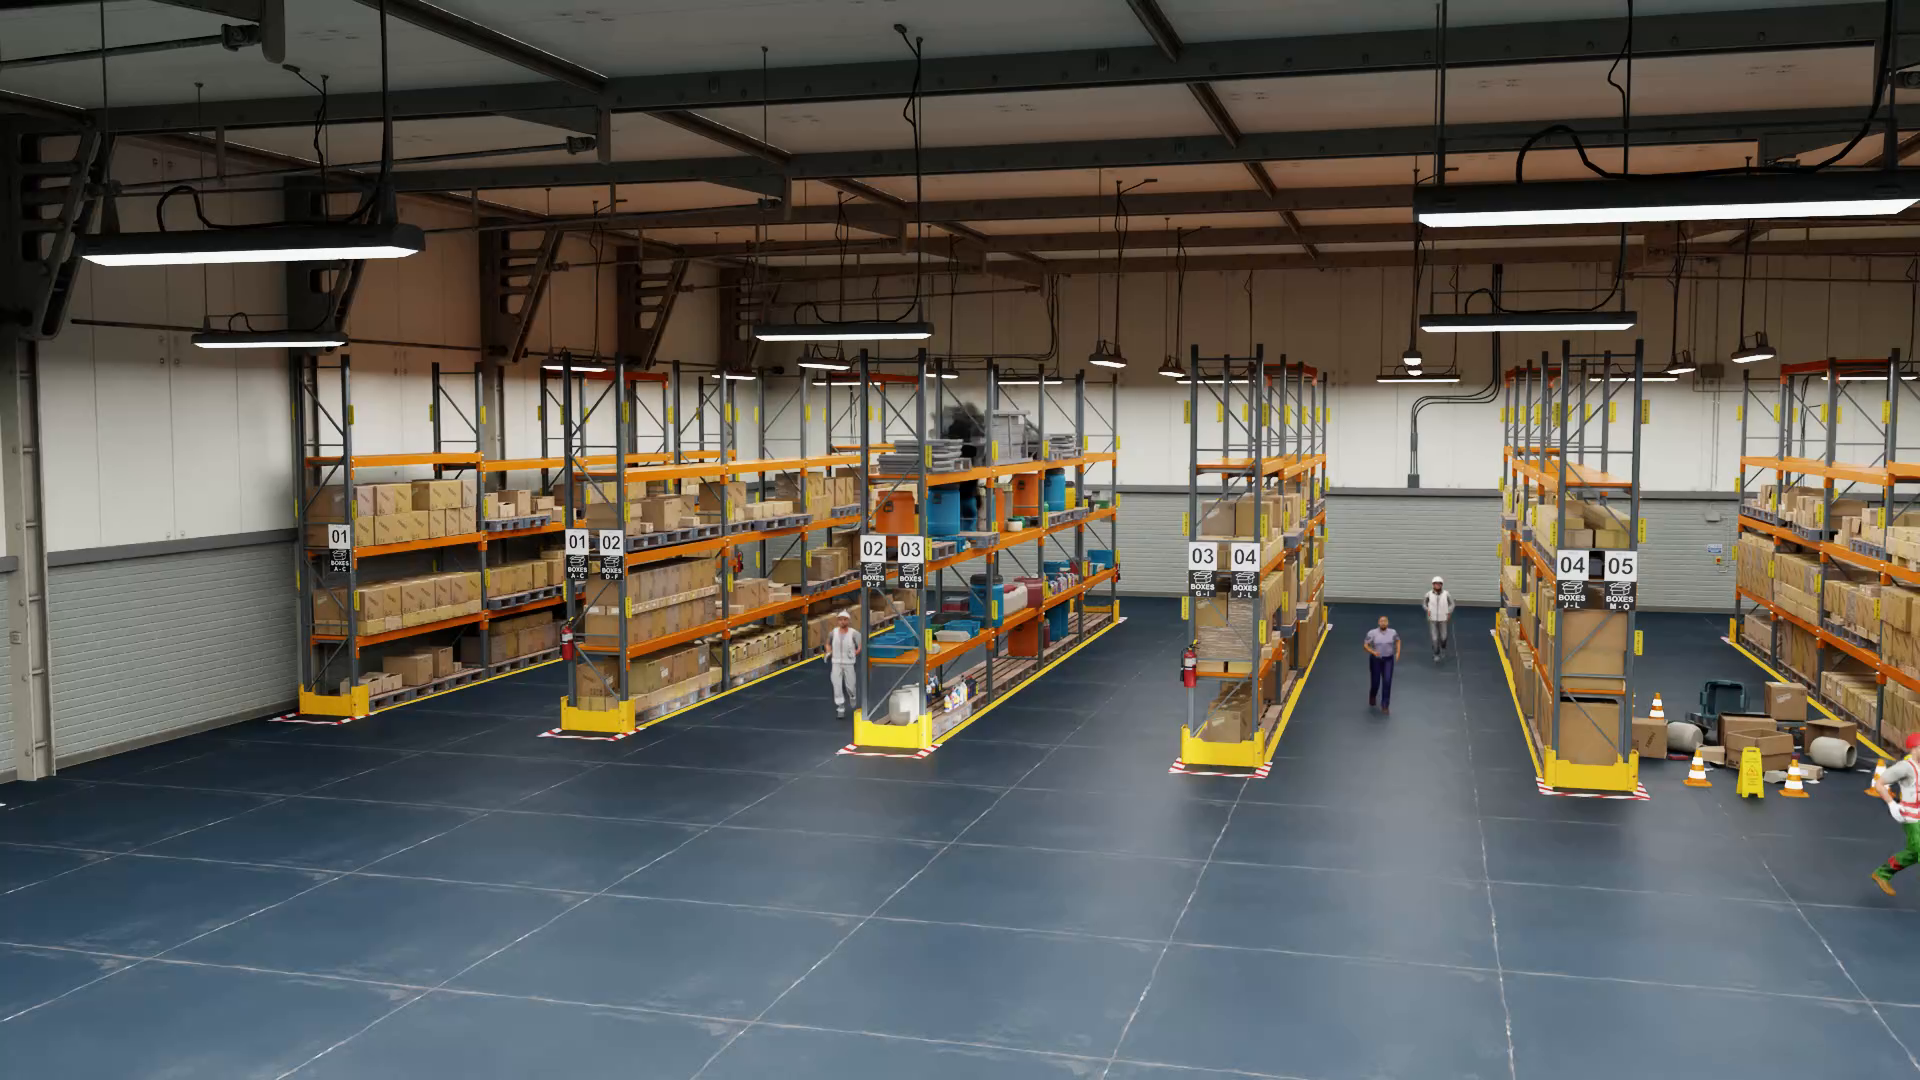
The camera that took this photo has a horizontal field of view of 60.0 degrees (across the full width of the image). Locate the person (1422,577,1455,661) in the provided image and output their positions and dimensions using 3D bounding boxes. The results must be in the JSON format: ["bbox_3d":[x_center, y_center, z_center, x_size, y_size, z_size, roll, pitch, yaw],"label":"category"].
[{"bbox_3d":[9.675,1.607,33.648,0.635,1.727,0.564,1,4,17],"label":"person"}]

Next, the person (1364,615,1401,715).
[{"bbox_3d":[7.139,2.084,28.119,0.628,1.663,0.803,1,4,7],"label":"person"}]

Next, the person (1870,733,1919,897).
[{"bbox_3d":[9.632,2.824,16.729,0.659,1.778,0.996,-2,5,-29],"label":"person"}]

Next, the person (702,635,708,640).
[{"bbox_3d":[-5.570,1.445,36.407,0.578,1.684,0.782,0,4,2],"label":"person"}]

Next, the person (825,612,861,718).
[{"bbox_3d":[-1.931,2.060,27.628,0.663,1.747,0.780,1,4,7],"label":"person"}]
